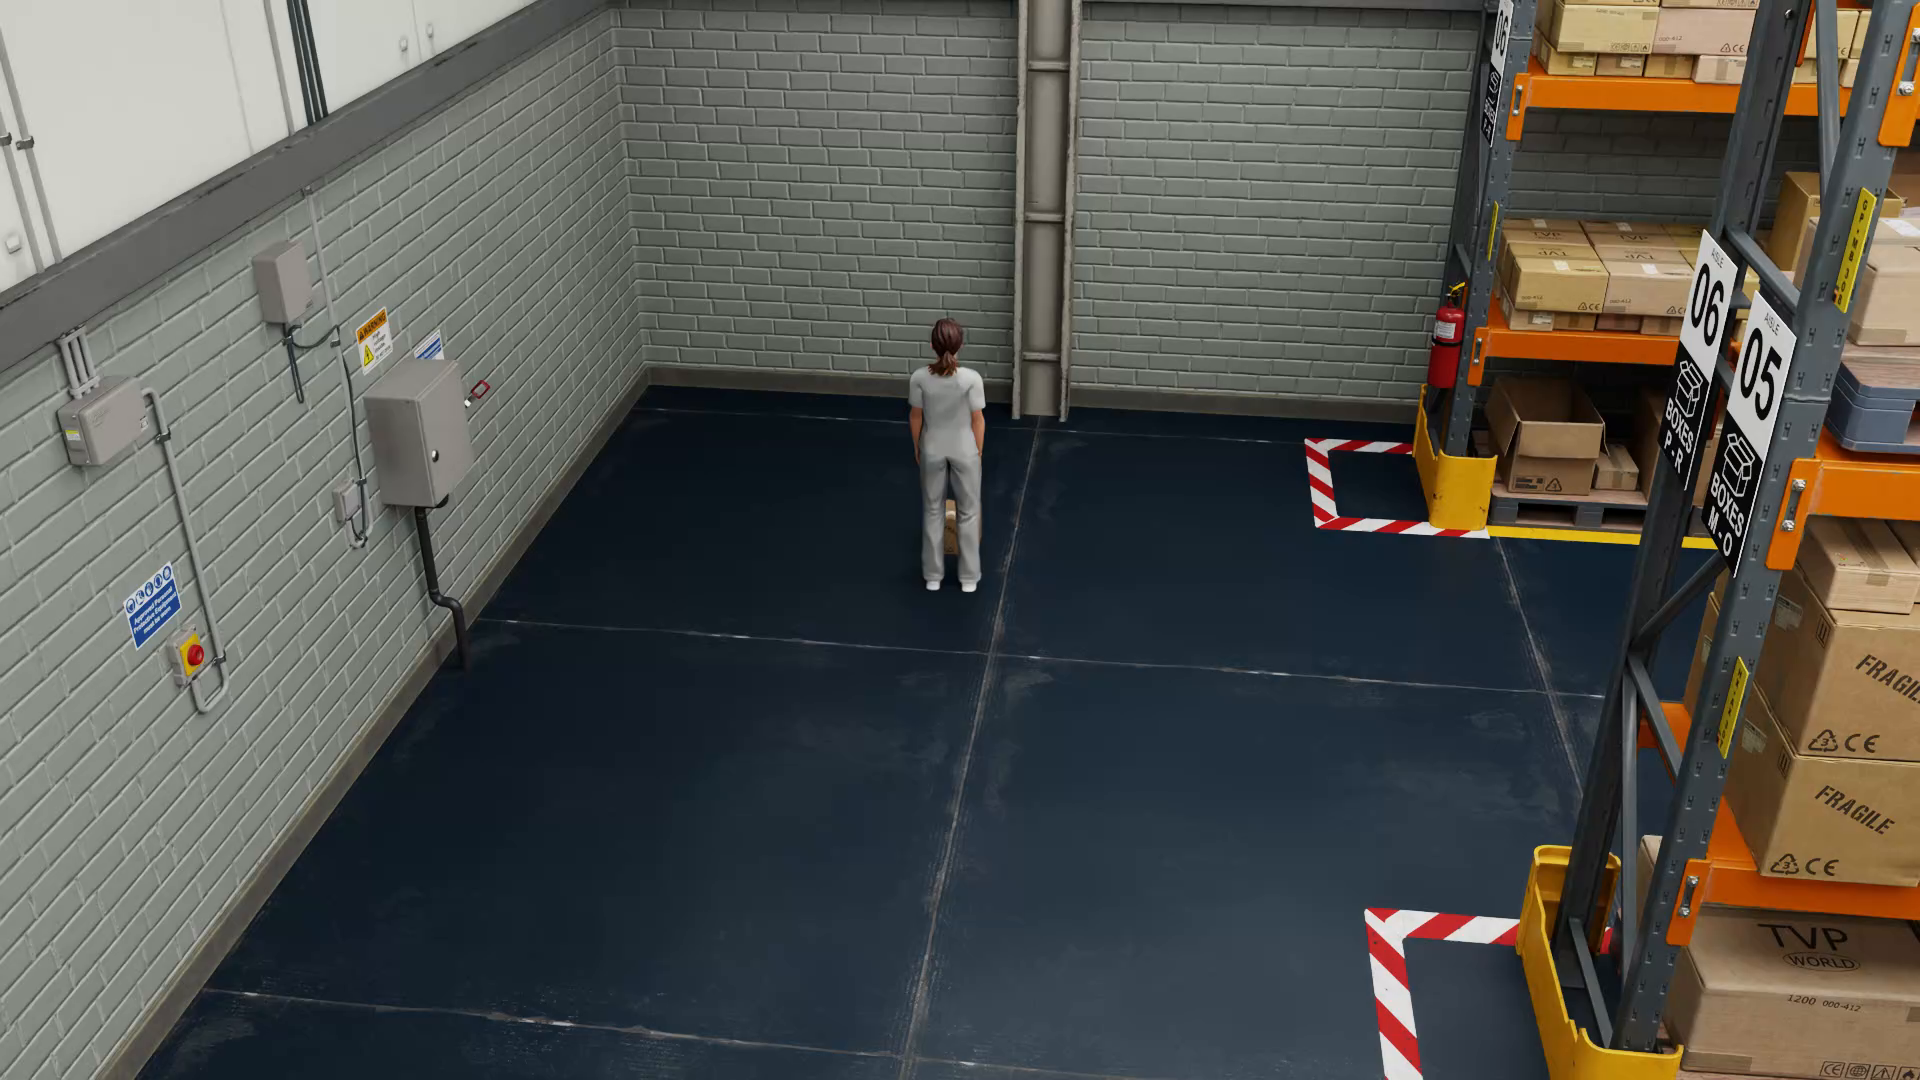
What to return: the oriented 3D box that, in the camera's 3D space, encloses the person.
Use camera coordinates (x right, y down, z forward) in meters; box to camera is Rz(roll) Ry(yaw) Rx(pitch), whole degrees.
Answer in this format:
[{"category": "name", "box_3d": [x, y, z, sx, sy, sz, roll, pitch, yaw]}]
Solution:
[{"category": "person", "box_3d": [-0.070, -0.475, 9.522, 0.440, 1.660, 0.367, 4, 29, 7]}]
